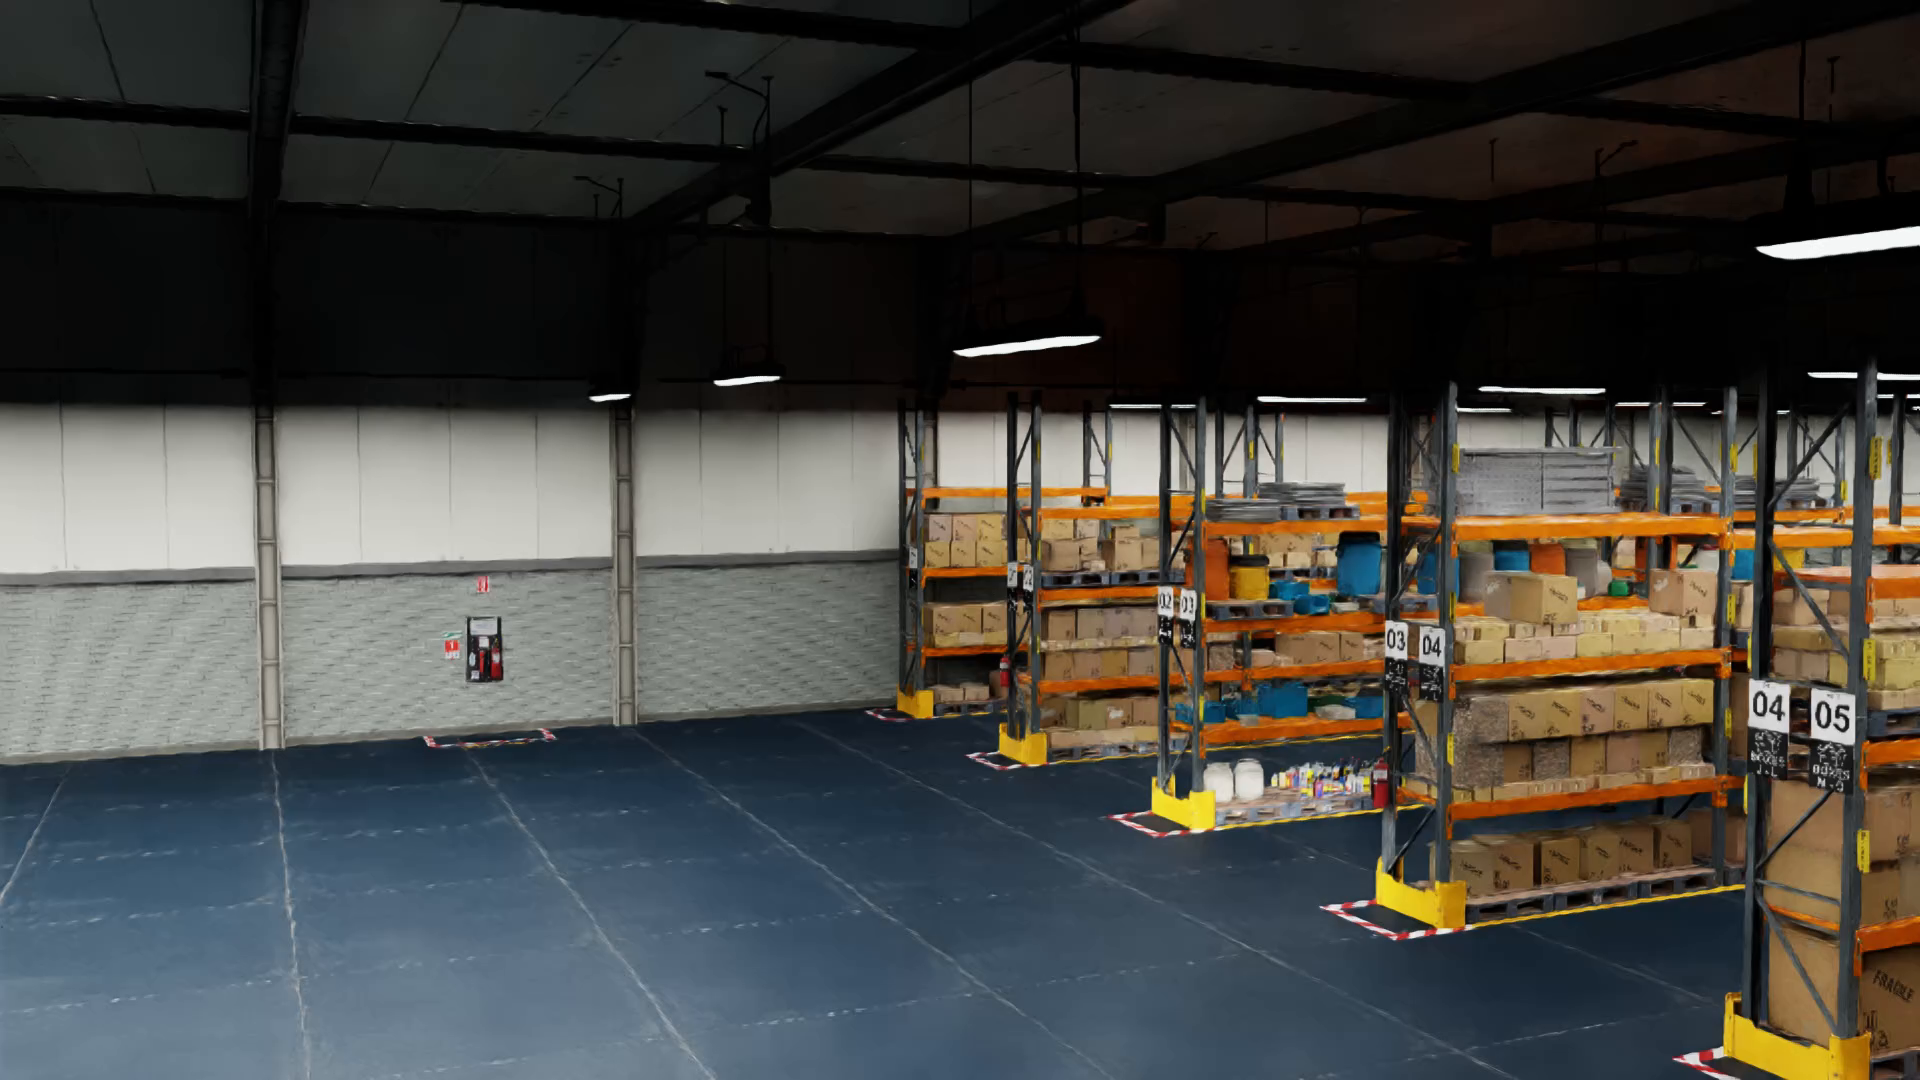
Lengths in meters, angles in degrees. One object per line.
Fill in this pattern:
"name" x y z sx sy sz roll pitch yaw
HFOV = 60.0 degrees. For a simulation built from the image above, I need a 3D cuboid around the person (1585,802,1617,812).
"person" 8.951 2.966 23.369 0.534 1.674 0.677 -2 4 -25
